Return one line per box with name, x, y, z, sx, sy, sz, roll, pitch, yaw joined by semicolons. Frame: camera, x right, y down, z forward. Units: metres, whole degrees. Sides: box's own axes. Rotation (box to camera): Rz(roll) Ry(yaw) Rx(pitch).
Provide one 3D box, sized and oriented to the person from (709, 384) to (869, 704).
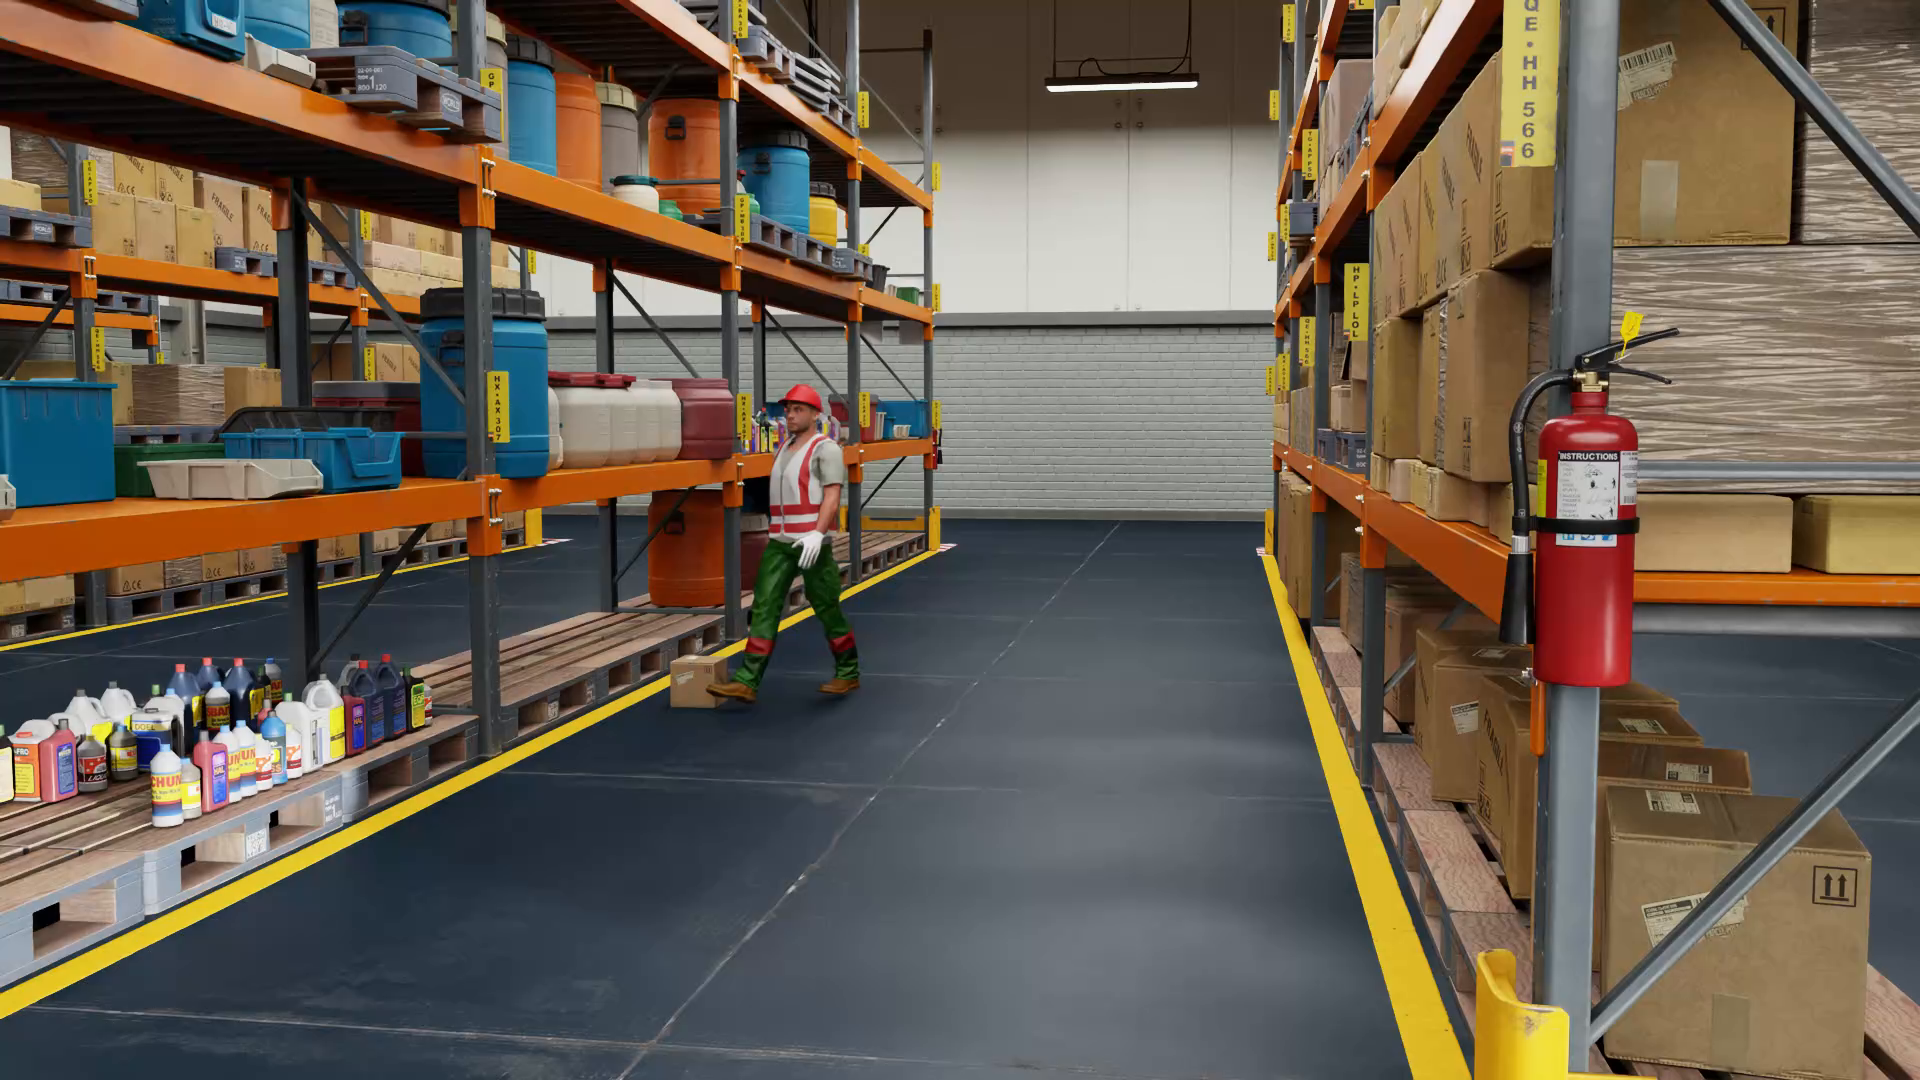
person;-0.933;0.024;9.158;0.931;1.763;0.571;-4;6;-40
